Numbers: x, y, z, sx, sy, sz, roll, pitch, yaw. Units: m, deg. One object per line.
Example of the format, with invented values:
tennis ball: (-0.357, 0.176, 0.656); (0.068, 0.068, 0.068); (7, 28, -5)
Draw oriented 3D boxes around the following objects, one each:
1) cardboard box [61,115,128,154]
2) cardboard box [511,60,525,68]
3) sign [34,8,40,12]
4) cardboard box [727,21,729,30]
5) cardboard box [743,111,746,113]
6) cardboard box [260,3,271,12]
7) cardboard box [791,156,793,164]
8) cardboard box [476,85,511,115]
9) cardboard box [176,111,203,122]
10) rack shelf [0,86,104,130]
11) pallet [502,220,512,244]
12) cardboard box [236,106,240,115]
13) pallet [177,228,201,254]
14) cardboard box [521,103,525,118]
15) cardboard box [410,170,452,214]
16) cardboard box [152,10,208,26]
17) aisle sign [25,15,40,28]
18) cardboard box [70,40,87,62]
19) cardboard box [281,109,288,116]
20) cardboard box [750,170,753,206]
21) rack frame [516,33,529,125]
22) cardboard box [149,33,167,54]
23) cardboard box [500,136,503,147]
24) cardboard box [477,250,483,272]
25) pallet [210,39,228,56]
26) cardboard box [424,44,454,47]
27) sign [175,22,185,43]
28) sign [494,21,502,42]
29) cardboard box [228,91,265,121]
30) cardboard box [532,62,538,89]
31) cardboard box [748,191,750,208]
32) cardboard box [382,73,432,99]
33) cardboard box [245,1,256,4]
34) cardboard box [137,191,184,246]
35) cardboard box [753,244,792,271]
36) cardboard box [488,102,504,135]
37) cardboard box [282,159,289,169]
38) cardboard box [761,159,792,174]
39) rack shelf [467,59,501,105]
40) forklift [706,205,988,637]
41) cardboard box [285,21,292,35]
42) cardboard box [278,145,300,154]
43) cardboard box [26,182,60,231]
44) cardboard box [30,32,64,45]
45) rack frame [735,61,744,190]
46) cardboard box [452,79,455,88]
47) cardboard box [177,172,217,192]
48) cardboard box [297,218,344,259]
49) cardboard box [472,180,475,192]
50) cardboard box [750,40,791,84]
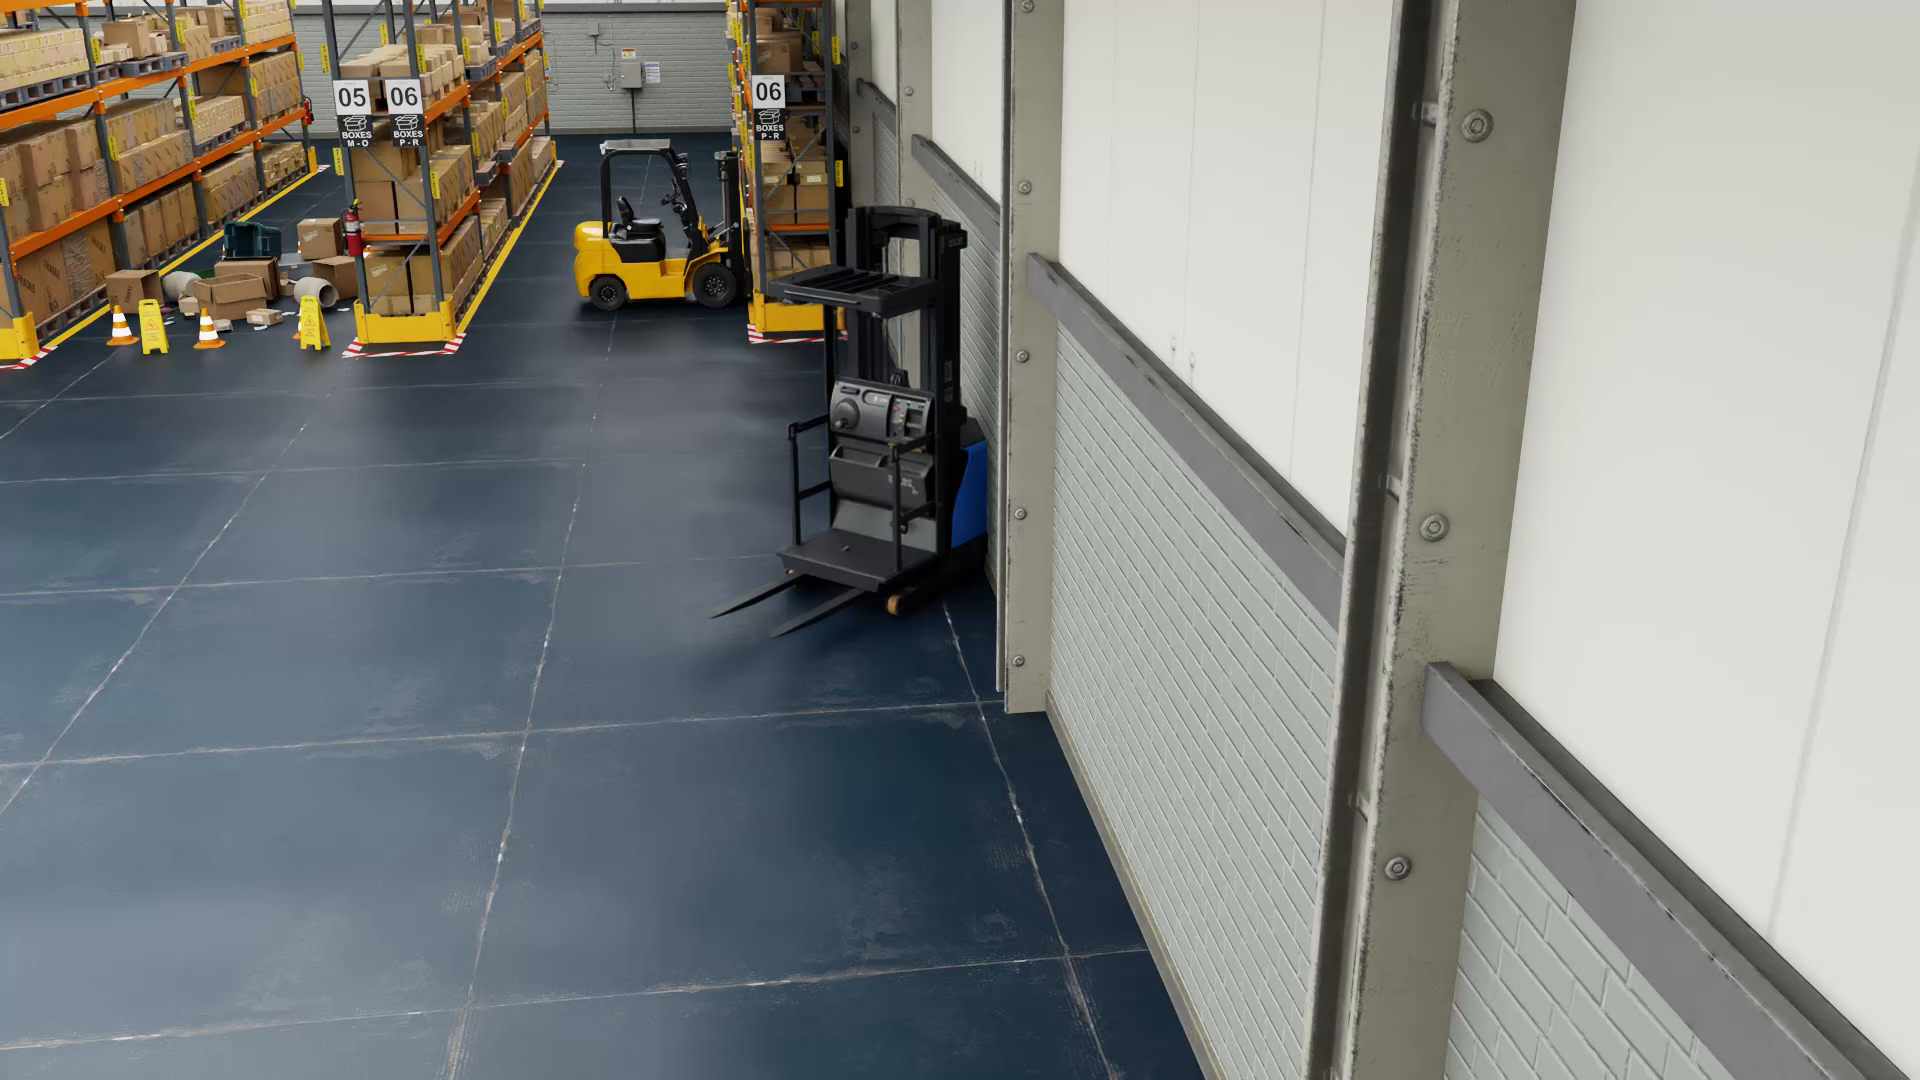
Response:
cardboard box: (-12.614, -5.898, 24.223); (0.700, 0.500, 0.500); (-3, 21, -9)
cardboard box: (-8.572, -9.117, 31.915); (0.380, 0.149, 0.250); (-3, 21, -7)
sign: (-18.574, -10.778, 33.422); (0.100, 0.325, 0.005); (-3, 21, -8)
cardboard box: (-4.167, -9.656, 31.184); (0.380, 0.149, 0.250); (-3, 21, -7)
cardboard box: (-3.488, -7.180, 28.157); (0.380, 0.149, 0.250); (-2, 21, -6)
cardboard box: (-13.699, -10.399, 32.488); (0.380, 0.149, 0.250); (-2, 21, -7)
cardboard box: (-2.142, -5.288, 23.092); (0.380, 0.149, 0.250); (-4, 21, -9)
cardboard box: (-8.064, -7.572, 28.706); (0.500, 0.500, 0.500); (-3, 21, -8)
cardboard box: (-12.985, -7.124, 27.985); (0.380, 0.149, 0.250); (-3, 21, -8)
rack shelf: (-12.173, -5.409, 21.226); (1.077, 0.370, 4.000); (-3, 21, -8)
pallet: (-8.043, -5.126, 27.713); (1.003, 0.211, 1.213); (-3, 21, -8)
cardboard box: (-13.322, -7.802, 30.227); (0.380, 0.149, 0.250); (-3, 21, -7)
pallet: (-12.998, -4.835, 26.934); (1.003, 0.211, 1.213); (-3, 21, -8)
cardboard box: (-8.347, -7.939, 30.758); (0.500, 0.250, 0.500); (-2, 21, -6)
cardboard box: (-6.872, -4.476, 21.420); (0.500, 0.500, 0.500); (-2, 21, -6)
cardboard box: (-13.521, -8.912, 28.829); (0.797, 0.503, 0.637); (-3, 21, -8)
aisle sign: (-18.827, -10.231, 33.680); (0.394, 0.787, 0.004); (-3, 21, -8)
cardboard box: (-12.136, -6.594, 22.416); (0.500, 0.250, 0.500); (-3, 21, -8)
cardboard box: (-13.746, -8.618, 33.436); (0.380, 0.149, 0.250); (-4, 21, -10)
cardboard box: (-2.643, -4.920, 23.032); (0.500, 0.500, 0.500); (-3, 21, -7)
rack frame: (-8.730, -8.088, 31.657); (1.000, 3.000, 0.127); (-3, 21, -8)
cardboard box: (-12.590, -7.678, 25.659); (0.500, 0.311, 0.500); (-3, 21, -8)
cardboard box: (-7.683, -6.506, 27.182); (0.380, 0.149, 0.250); (-3, 21, -8)
cardboard box: (-7.226, -4.035, 24.137); (0.500, 0.250, 0.500); (-2, 21, -5)
pallet: (-13.478, -8.542, 28.856); (1.213, 0.211, 1.003); (-3, 21, -8)
cardboard box: (-7.315, -6.880, 23.357); (0.380, 0.149, 0.250); (-2, 21, -7)
sign: (-12.487, -8.128, 26.626); (0.100, 0.325, 0.005); (-3, 21, -8)
sign: (-7.616, -8.377, 27.406); (0.100, 0.325, 0.005); (-3, 21, -8)
cardboard box: (-13.436, -8.173, 31.319); (0.500, 0.500, 0.500); (-3, 21, -9)
cardboard box: (-8.759, -9.308, 33.352); (0.500, 0.500, 0.500); (-3, 21, -8)
cardboard box: (-3.166, -5.822, 28.385); (0.875, 0.625, 0.625); (-2, 21, -6)
cardboard box: (-6.809, -5.595, 20.485); (0.500, 0.250, 0.500); (-3, 21, -9)
cardboard box: (-14.350, -10.731, 33.378); (0.380, 0.149, 0.250); (-2, 21, -6)
cardboard box: (-12.909, -5.043, 26.121); (1.050, 0.750, 0.750); (-3, 21, -7)
cardboard box: (-2.464, -3.705, 21.825); (0.500, 0.250, 0.500); (-2, 21, -6)
cardboard box: (-7.813, -6.942, 27.423); (0.500, 0.500, 0.500); (-4, 21, -9)
cardboard box: (-13.582, -7.478, 33.074); (0.380, 0.149, 0.250); (-3, 21, -7)
cardboard box: (-2.349, -4.788, 21.328); (0.380, 0.149, 0.250); (-3, 21, -8)
rack shelf: (-7.865, -7.078, 25.696); (1.077, 0.370, 4.000); (-3, 21, -8)
forklift: (-0.735, -0.981, 12.728); (1.130, 2.935, 3.031); (13, 24, 32)
cardboard box: (-13.863, -10.379, 33.719); (0.500, 0.250, 0.500); (-3, 21, -9)
cardboard box: (-13.721, -7.984, 34.004); (0.380, 0.149, 0.250); (-3, 21, -9)
cardboard box: (-12.040, -4.234, 21.126); (0.875, 0.550, 0.550); (-3, 21, -8)
cardboard box: (-11.985, -6.566, 21.773); (0.380, 0.149, 0.250); (-3, 21, -7)
rack frame: (-3.819, -8.339, 32.331); (1.000, 3.000, 0.127); (-3, 21, -8)
cardboard box: (-7.220, -6.332, 23.029); (0.380, 0.149, 0.250); (-3, 21, -7)
cardboard box: (-12.897, -6.046, 28.092); (0.500, 0.250, 0.500); (-4, 21, -10)
cardboard box: (-9.334, -4.401, 24.278); (0.500, 0.500, 0.500); (-3, 21, -8)
cardboard box: (-7.229, -5.104, 24.029); (0.380, 0.149, 0.250); (-3, 21, -8)
cardboard box: (-2.394, -6.021, 20.951); (0.500, 0.500, 0.500); (-2, 21, -6)
